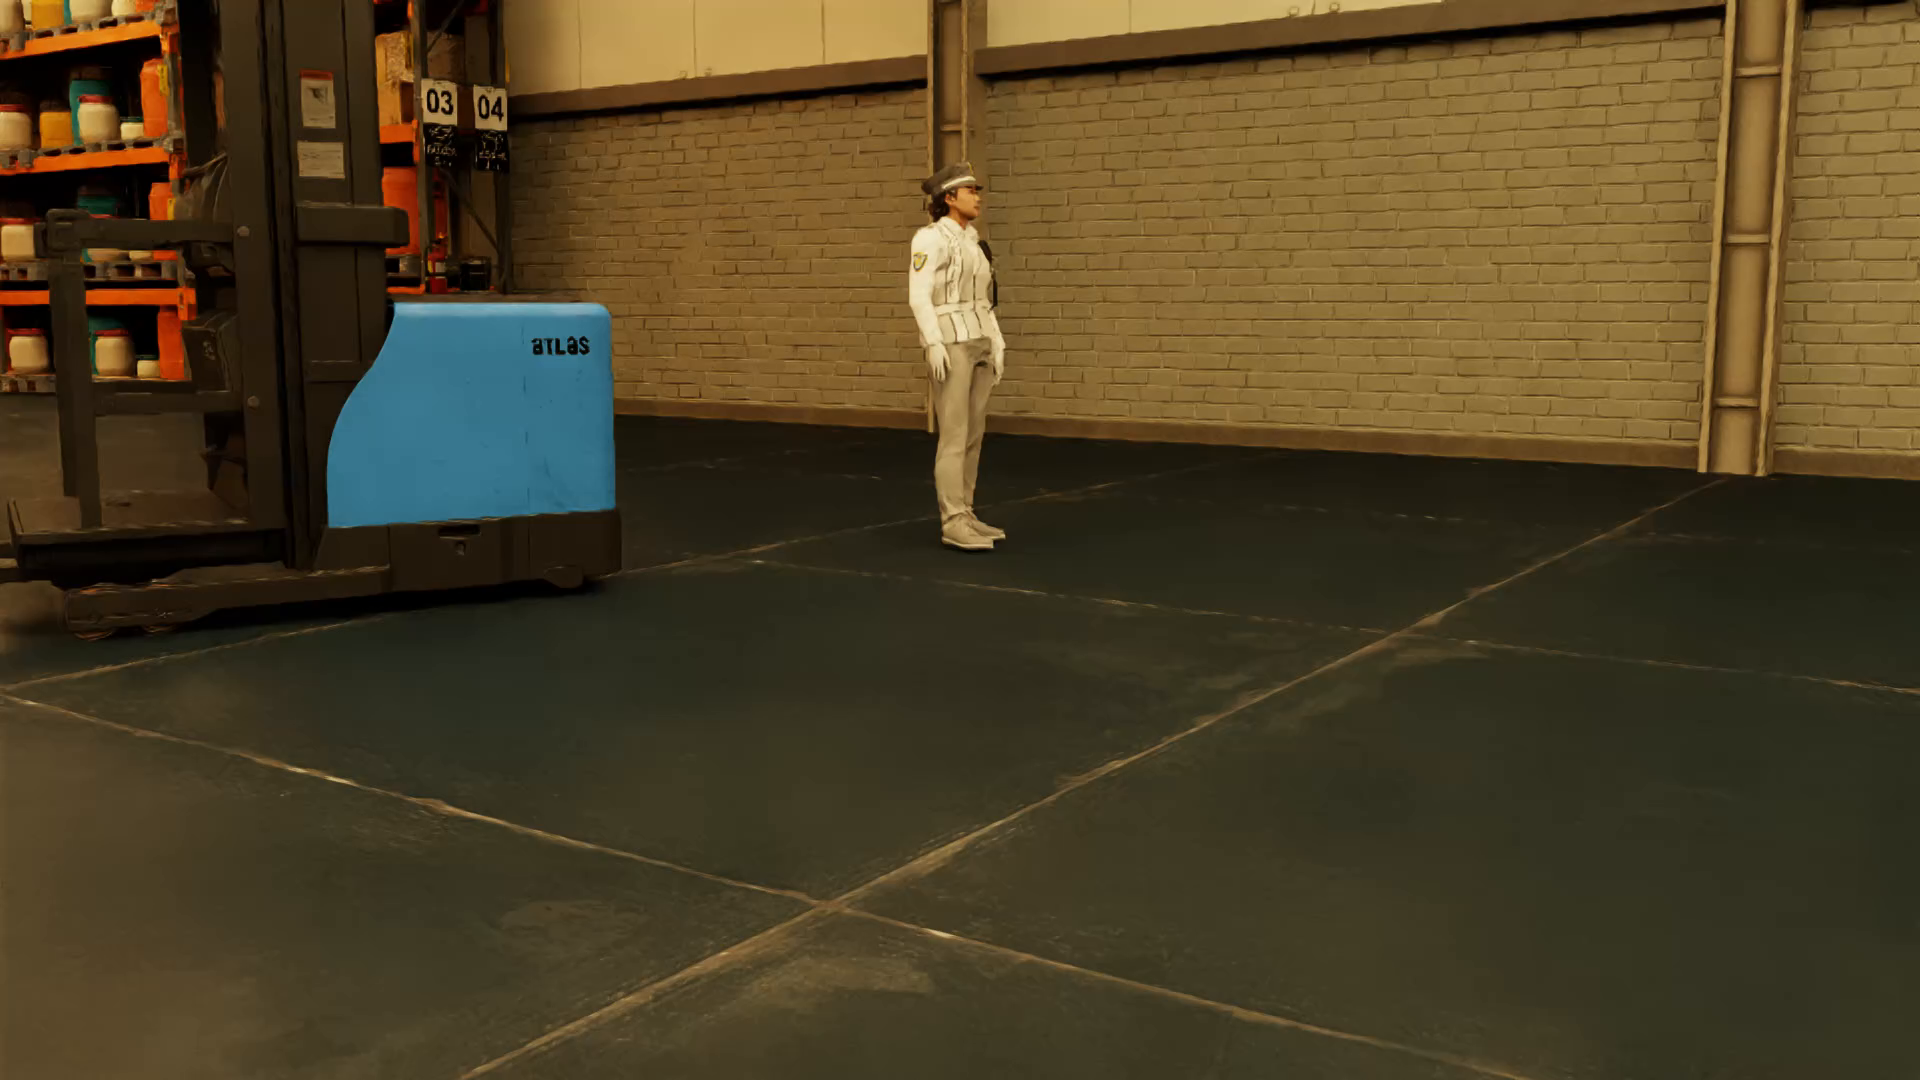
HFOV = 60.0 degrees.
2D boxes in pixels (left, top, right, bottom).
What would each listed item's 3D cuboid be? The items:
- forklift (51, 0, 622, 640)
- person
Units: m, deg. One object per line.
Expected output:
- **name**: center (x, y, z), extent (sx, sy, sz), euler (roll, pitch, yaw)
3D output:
- **forklift**: center (-2.341, -1.222, 6.014), extent (1.939, 2.867, 1.129), euler (-5, 9, -31)
- **person**: center (0.060, -0.816, 7.427), extent (0.500, 1.651, 0.568), euler (5, 10, 34)
